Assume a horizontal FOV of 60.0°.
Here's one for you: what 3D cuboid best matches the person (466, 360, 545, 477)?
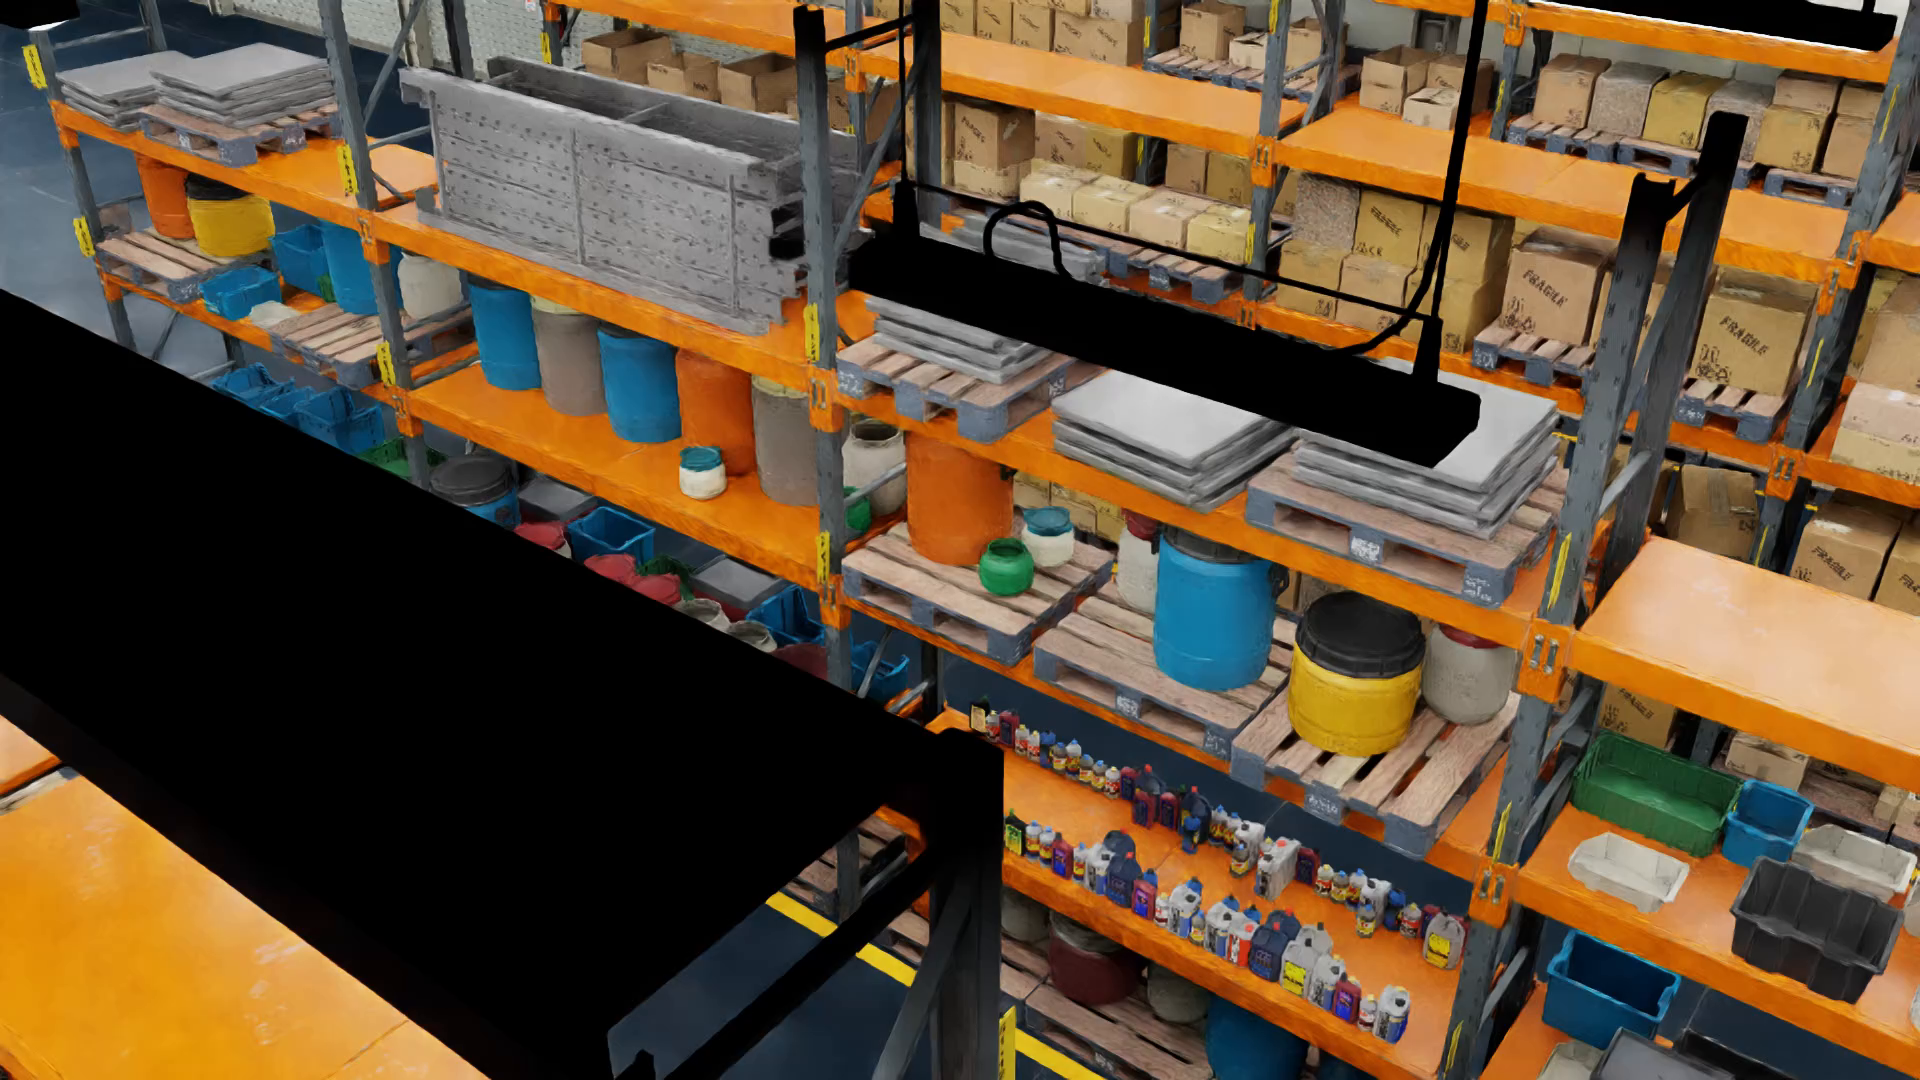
[{"bbox_3d":[-4.337,-1.172,15.655,0.818,1.597,0.656,11,33,18],"label":"person"}]
